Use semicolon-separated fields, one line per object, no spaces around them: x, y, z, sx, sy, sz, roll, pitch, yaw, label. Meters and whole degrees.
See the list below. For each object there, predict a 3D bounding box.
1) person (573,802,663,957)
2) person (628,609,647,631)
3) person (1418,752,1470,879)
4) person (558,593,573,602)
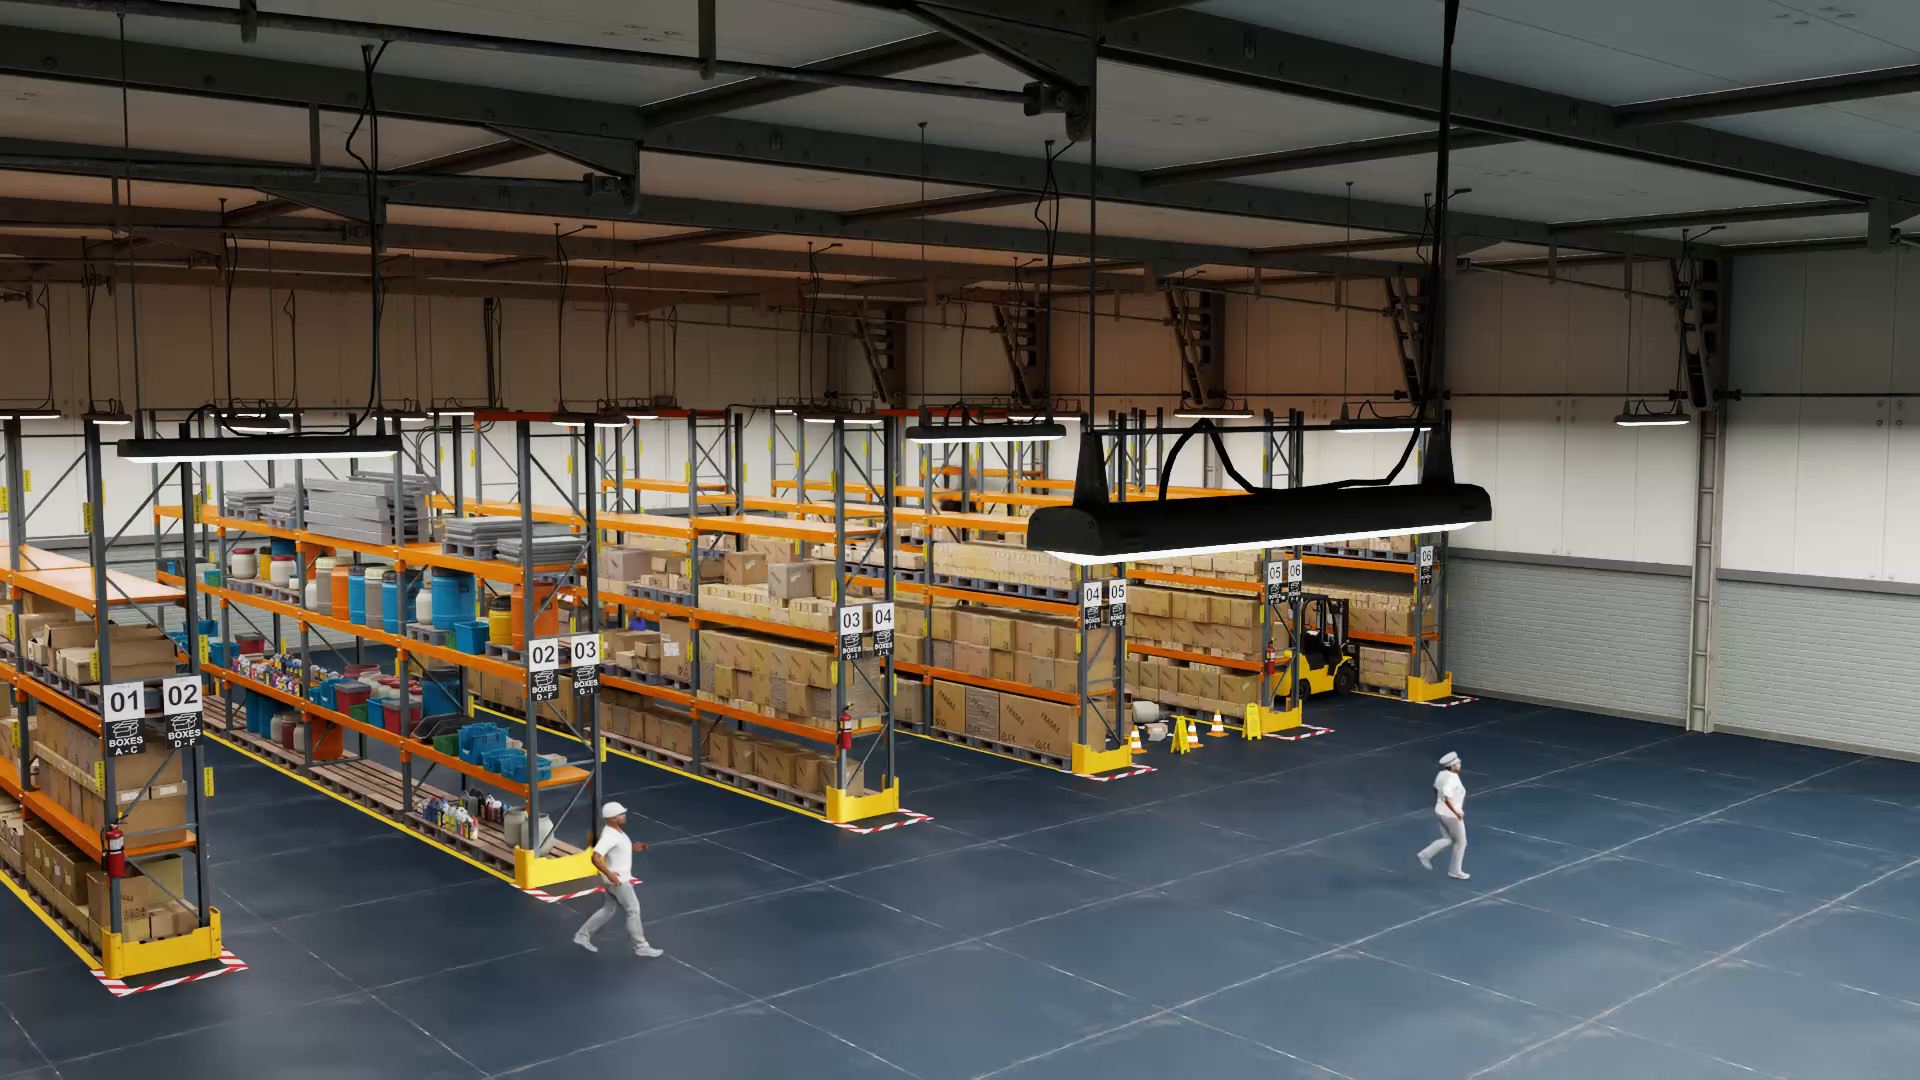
-3.829;3.789;18.566;0.982;1.757;0.700;-1;5;-16;person
-7.027;2.337;36.276;0.585;1.684;0.882;-4;6;-37;person
6.348;3.598;21.727;0.707;1.696;0.576;-1;5;-9;person
-9.547;1.973;39.880;0.752;1.751;0.840;2;5;21;person
